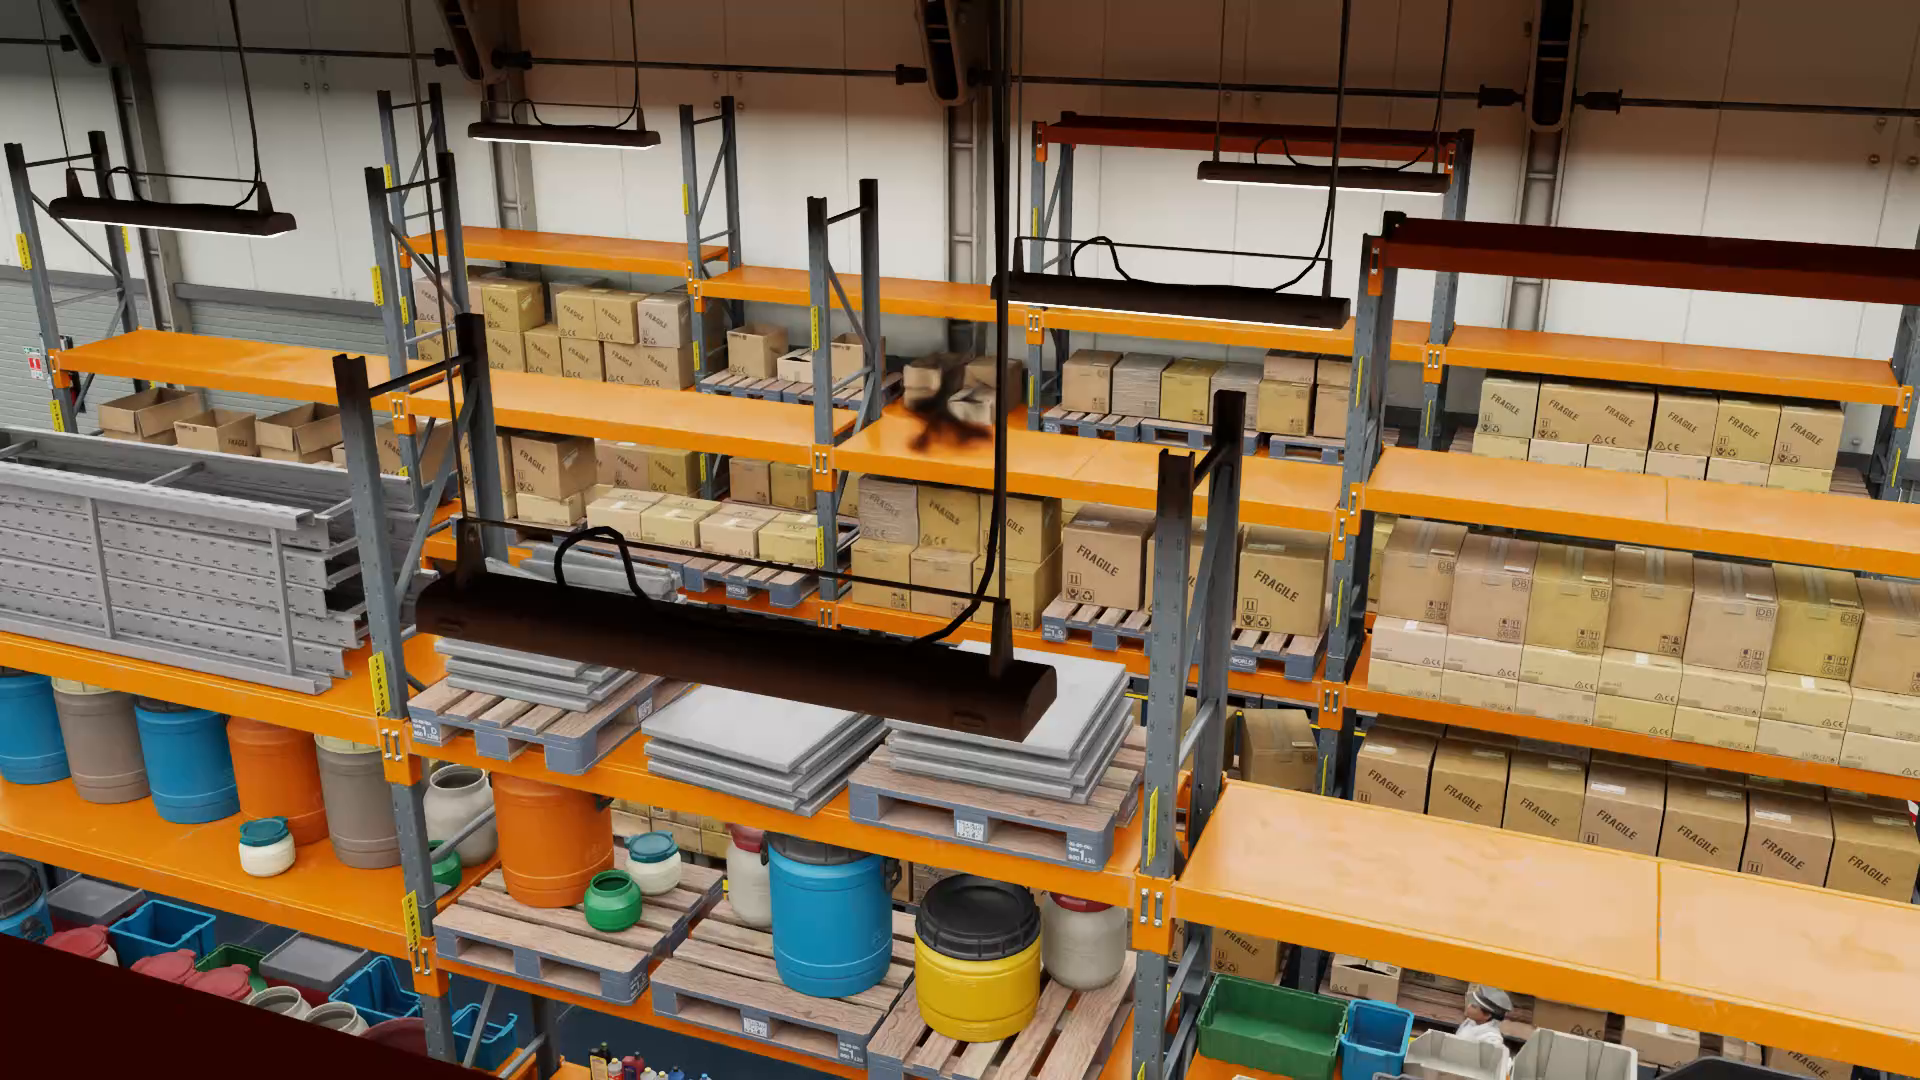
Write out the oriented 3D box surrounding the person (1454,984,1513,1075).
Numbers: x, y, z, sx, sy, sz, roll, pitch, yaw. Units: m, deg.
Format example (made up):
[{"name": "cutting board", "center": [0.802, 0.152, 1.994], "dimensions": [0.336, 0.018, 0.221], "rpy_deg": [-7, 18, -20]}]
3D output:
[{"name": "person", "center": [3.258, 3.563, 10.673], "dimensions": [0.605, 1.651, 0.588], "rpy_deg": [4, 21, 11]}]
